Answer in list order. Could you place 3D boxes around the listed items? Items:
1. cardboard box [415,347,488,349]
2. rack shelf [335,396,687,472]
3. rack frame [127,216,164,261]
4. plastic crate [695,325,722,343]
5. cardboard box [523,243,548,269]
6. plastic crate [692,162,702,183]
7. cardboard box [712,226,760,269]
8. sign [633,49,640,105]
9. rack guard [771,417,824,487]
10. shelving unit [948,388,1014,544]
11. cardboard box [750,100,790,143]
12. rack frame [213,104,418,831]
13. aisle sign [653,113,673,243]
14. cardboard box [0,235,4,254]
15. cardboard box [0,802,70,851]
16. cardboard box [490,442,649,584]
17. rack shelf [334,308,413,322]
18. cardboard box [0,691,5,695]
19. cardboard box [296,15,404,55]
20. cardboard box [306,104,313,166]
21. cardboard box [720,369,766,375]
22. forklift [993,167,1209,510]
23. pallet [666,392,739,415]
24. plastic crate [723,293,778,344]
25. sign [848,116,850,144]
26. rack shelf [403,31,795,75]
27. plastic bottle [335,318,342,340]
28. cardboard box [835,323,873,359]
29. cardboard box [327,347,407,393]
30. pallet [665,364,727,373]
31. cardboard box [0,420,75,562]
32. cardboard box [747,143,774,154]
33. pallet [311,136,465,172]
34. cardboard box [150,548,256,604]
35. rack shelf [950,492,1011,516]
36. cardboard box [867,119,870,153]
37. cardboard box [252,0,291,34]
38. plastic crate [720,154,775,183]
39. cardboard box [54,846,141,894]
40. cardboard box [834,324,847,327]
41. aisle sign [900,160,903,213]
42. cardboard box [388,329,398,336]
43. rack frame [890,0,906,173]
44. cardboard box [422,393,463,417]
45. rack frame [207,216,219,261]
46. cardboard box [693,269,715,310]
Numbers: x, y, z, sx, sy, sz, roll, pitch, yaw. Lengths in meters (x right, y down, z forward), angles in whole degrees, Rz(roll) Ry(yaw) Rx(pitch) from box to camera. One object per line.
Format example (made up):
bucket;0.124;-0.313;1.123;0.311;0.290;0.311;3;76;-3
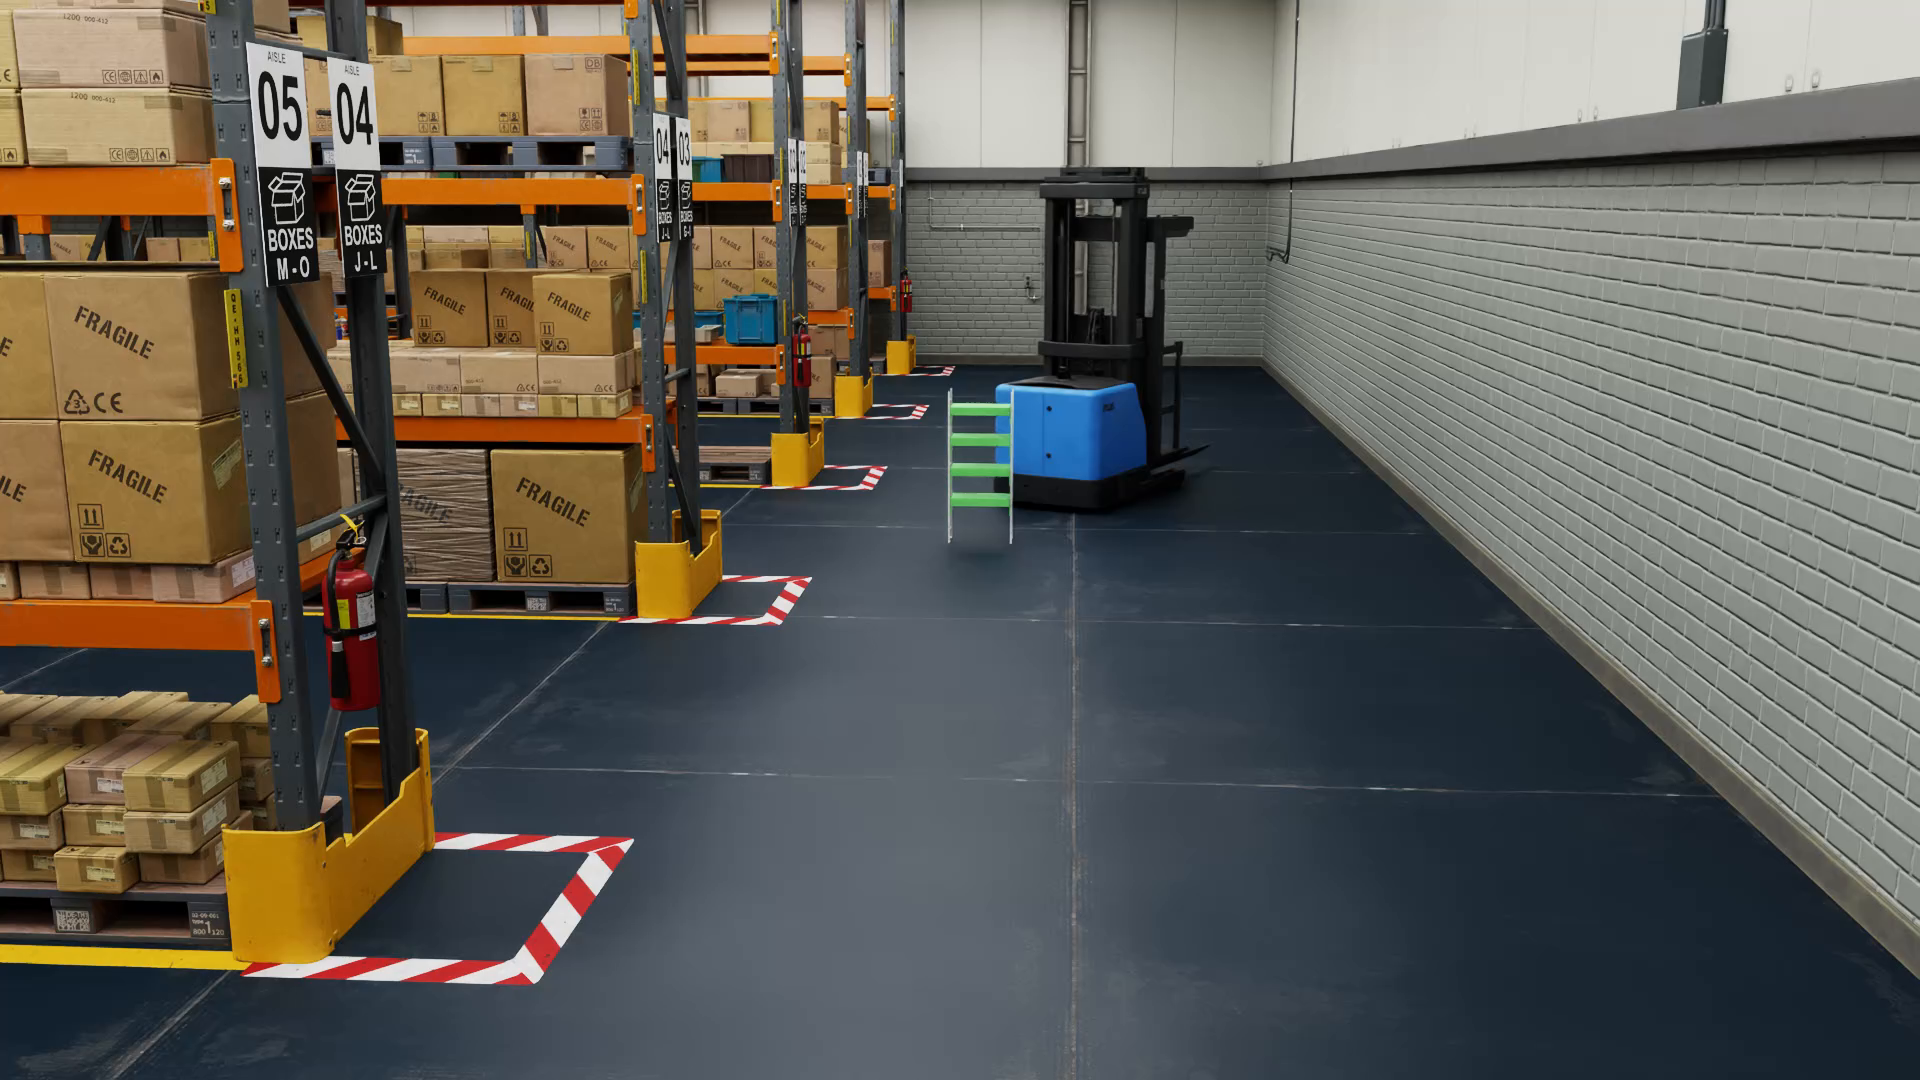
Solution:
cardboard box;-3.408;-1.222;11.426;0.500;0.250;0.500;0;12;2
rack shelf;-3.923;-0.750;11.286;4.000;0.370;1.077;1;12;4
rack frame;-12.907;-4.275;26.380;0.127;3.000;1.000;1;12;4
plastic crate;-2.422;-1.962;15.817;0.243;0.136;0.396;1;12;4
cardboard box;-6.413;-4.338;25.662;0.500;0.500;0.500;1;12;4
plastic crate;-2.599;-3.407;15.419;0.336;0.188;0.450;1;12;4
cardboard box;-2.746;-3.600;20.466;0.500;0.500;0.500;1;12;5
sign;-1.977;-2.827;10.163;0.005;0.325;0.100;1;12;4
rack guard;-1.571;-0.866;16.186;0.348;0.500;1.175;1;12;4
shelving unit;0.165;-0.585;13.134;0.503;1.200;0.258;1;12;4
cardboard box;-2.268;-5.133;20.470;0.500;0.500;0.700;1;12;4
rack frame;-2.359;-0.063;6.245;0.127;3.000;1.000;1;12;4
aisle sign;-1.875;-2.285;10.518;0.004;0.787;0.394;1;12;4
cardboard box;-14.919;-4.544;26.149;0.500;0.500;0.500;1;12;6
cardboard box;-3.424;1.025;6.251;0.250;0.149;0.380;0;12;1
cardboard box;-2.571;-0.233;11.220;0.875;0.875;0.875;1;12;4
rack shelf;-7.248;-2.829;21.223;4.000;0.370;1.077;1;12;4
cardboard box;-4.174;0.745;6.865;0.250;0.149;0.380;1;12;5
cardboard box;-3.942;-3.244;10.777;0.500;0.250;0.500;0;12;2
cardboard box;-2.790;-1.516;6.232;0.500;0.250;0.500;1;12;6
cardboard box;-2.783;-2.047;21.371;0.500;0.250;0.500;1;12;4
forklift;1.469;-1.946;15.412;1.130;2.935;3.031;7;14;29
pallet;-3.347;-1.763;21.181;1.213;0.211;1.003;1;12;4
plastic crate;-1.943;-2.100;15.749;0.499;0.435;0.616;1;12;4
sign;-1.318;-4.887;19.818;0.005;0.325;0.100;1;12;4
rack shelf;-3.592;-4.503;15.550;4.000;0.370;1.077;1;12;4
plastic bottle;-6.002;-2.020;15.904;0.135;0.276;0.152;1;12;4
cardboard box;-1.639;-3.082;25.756;0.500;0.500;0.700;1;12;4
cardboard box;-3.962;-1.120;10.936;0.500;0.250;0.500;1;12;4
pallet;-4.172;-2.774;26.016;1.213;0.211;1.003;1;12;4
cardboard box;-3.338;-0.220;6.021;0.500;0.500;0.500;1;12;3
cardboard box;-2.290;-4.700;20.231;0.500;0.250;0.500;1;12;4
pallet;-3.888;-2.524;10.899;1.213;0.211;1.003;1;12;4
cardboard box;-2.704;0.113;6.016;0.250;0.149;0.380;1;12;4
rack shelf;0.165;-0.288;13.197;0.480;0.148;0.258;1;12;4
cardboard box;-1.646;-6.187;25.456;0.500;0.500;0.500;0;12;2
cardboard box;-2.667;-1.949;6.104;0.250;0.149;0.380;1;12;3
plastic crate;-1.962;-3.553;15.923;0.590;0.269;0.497;1;12;4
cardboard box;-3.162;1.179;6.242;0.250;0.149;0.380;1;12;5
cardboard box;-1.779;-3.364;25.520;0.250;0.149;0.380;1;12;3
aisle sign;-0.882;-5.321;25.031;0.004;0.787;0.394;1;12;4
cardboard box;-7.217;-2.589;21.520;0.500;0.250;0.500;1;12;3
rack frame;-0.934;-7.047;24.980;0.127;3.000;1.000;1;12;4
cardboard box;-3.323;-0.904;10.875;0.250;0.149;0.380;1;12;2
rack frame;-9.243;-3.208;21.280;0.127;3.000;1.000;1;12;4
cardboard box;-3.244;-3.120;20.611;0.500;0.500;0.500;1;12;3
